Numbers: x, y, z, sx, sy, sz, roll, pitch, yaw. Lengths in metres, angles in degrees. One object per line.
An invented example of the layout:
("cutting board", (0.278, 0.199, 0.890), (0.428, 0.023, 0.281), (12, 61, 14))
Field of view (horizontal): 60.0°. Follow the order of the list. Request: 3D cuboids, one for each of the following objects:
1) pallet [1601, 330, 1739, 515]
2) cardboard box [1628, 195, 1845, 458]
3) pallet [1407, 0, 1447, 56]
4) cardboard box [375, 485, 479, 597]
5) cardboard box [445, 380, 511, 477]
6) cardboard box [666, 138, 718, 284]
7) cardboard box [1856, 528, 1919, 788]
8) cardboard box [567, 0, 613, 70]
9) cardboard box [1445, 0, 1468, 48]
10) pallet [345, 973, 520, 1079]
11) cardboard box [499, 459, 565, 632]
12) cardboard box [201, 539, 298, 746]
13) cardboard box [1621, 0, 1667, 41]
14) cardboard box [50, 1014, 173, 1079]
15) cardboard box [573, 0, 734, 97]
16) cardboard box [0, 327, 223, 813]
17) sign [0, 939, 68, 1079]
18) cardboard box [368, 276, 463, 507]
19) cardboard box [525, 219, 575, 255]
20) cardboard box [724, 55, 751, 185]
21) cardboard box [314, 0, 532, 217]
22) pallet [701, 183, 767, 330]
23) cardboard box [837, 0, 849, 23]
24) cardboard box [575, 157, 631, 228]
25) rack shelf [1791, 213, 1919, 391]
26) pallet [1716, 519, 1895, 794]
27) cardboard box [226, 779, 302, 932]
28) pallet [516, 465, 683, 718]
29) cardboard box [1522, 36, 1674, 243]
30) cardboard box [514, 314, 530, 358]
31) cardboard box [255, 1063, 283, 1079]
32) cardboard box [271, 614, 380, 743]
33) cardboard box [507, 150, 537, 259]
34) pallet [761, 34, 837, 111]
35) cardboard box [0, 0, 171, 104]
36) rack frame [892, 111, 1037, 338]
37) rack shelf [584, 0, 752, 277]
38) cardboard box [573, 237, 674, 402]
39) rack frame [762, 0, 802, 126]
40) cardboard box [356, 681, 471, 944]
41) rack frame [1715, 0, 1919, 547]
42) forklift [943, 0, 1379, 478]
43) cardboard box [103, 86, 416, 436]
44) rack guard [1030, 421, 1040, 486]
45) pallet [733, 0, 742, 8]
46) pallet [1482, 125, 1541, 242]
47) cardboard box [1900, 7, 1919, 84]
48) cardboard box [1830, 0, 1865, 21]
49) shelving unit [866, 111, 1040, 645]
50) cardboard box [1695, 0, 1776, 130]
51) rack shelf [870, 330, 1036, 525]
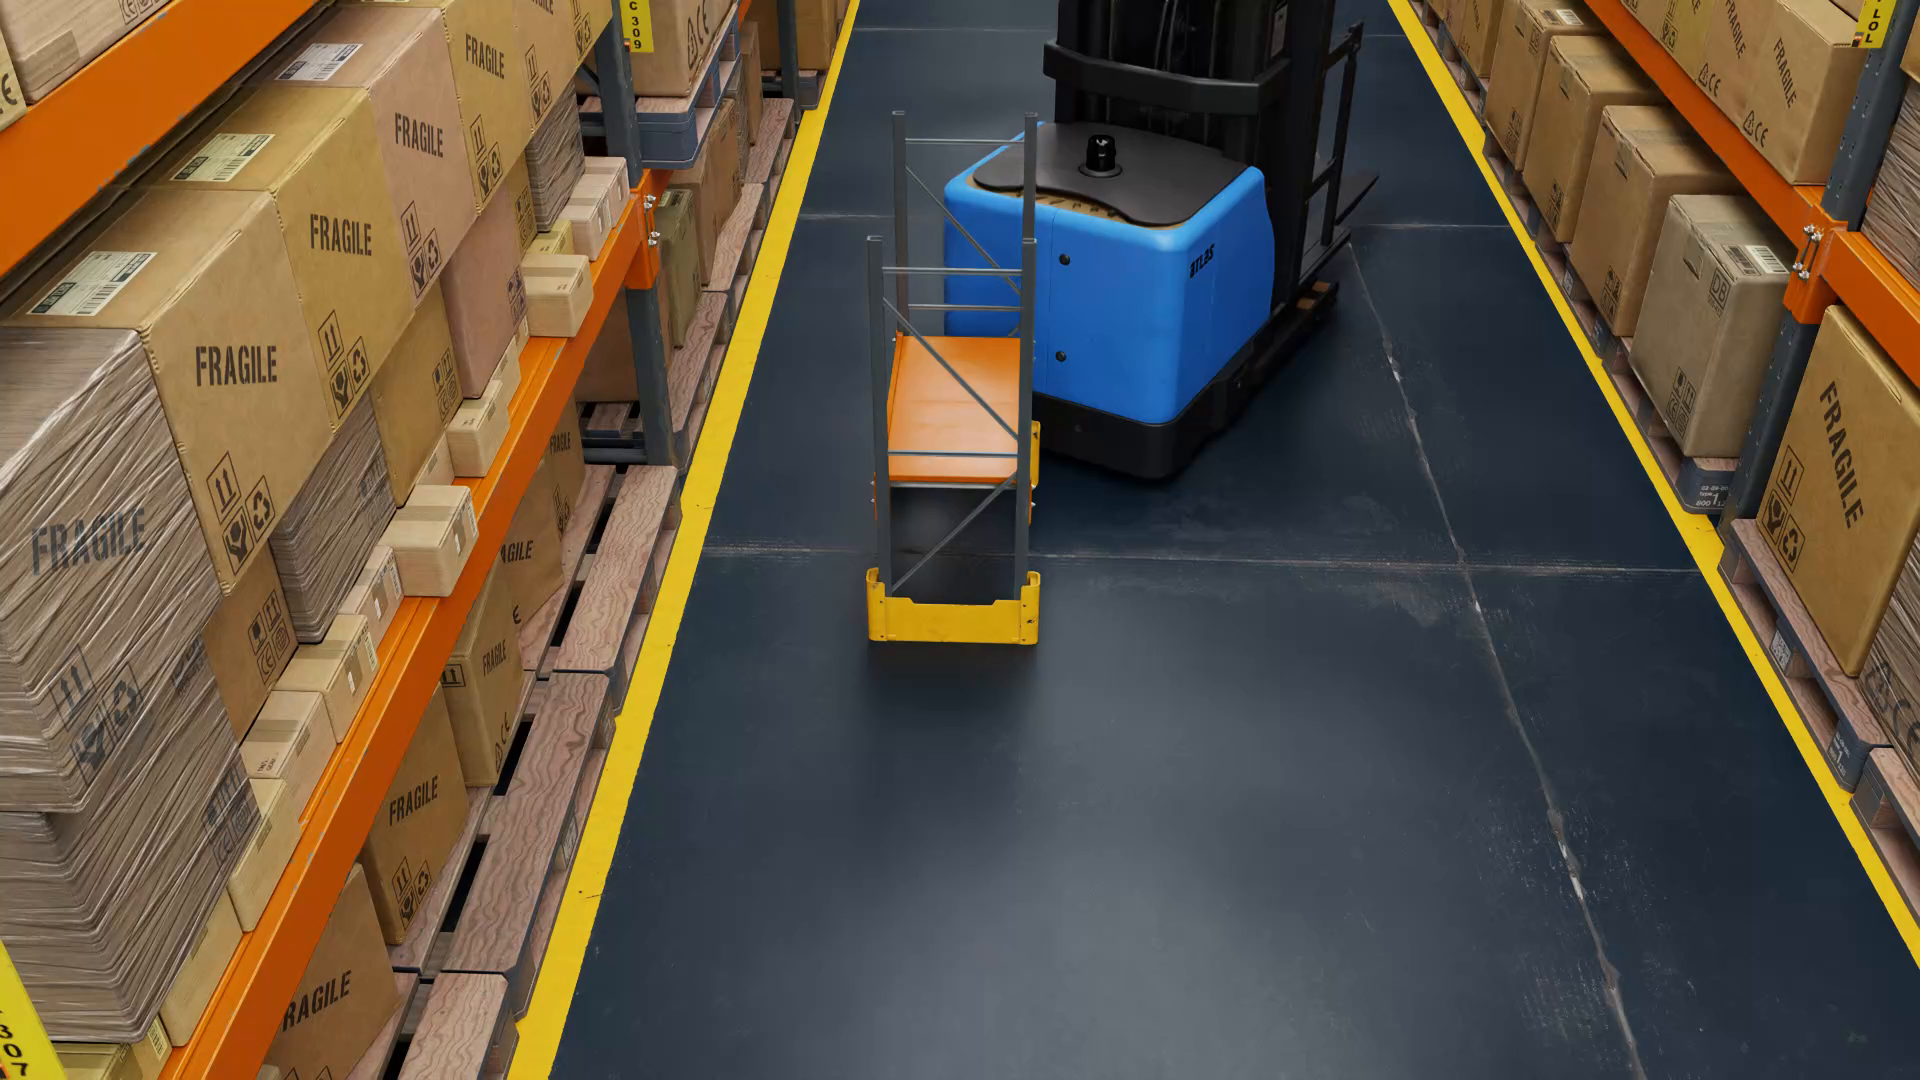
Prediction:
("pallet", (3.313, -0.517, 6.803), (1.003, 0.211, 1.213), (1, 35, 2))
("cardboard box", (3.292, -0.823, 6.404), (1.050, 0.750, 0.750), (1, 35, 2))
("pallet", (3.602, -3.519, 11.073), (1.003, 0.211, 1.213), (1, 35, 2))
("cardboard box", (-1.349, -0.003, 3.864), (0.380, 0.149, 0.250), (1, 35, 2))
("cardboard box", (-1.385, -0.291, 4.274), (0.380, 0.149, 0.250), (1, 35, 2))
("cardboard box", (-1.489, -1.491, 7.553), (0.700, 0.500, 0.500), (-2, 35, -2))
("cardboard box", (3.229, 0.362, 4.609), (0.875, 0.875, 0.875), (2, 35, 2))
("cardboard box", (-1.338, -1.693, 4.835), (0.500, 0.500, 0.500), (1, 35, 2))
("cardboard box", (3.308, -3.343, 10.207), (0.500, 0.500, 0.500), (3, 35, 4))
("pallet", (-1.684, 1.544, 3.870), (1.003, 0.211, 1.213), (1, 35, 2))
("cardboard box", (-1.666, 0.023, 5.417), (0.500, 0.500, 0.500), (12, 37, 17))
("cardboard box", (-1.806, 0.144, 3.090), (0.875, 0.500, 0.500), (1, 35, 2))
("cardboard box", (3.169, -2.433, 7.016), (0.500, 0.500, 0.500), (1, 35, 1))
("cardboard box", (-1.506, 0.857, 2.641), (0.380, 0.149, 0.250), (1, 35, 2))
("cardboard box", (-1.423, -2.256, 5.965), (1.000, 1.000, 1.000), (2, 35, 2))
("cardboard box", (-1.461, 0.031, 2.382), (0.500, 0.500, 0.500), (1, 35, 2))
("sign", (-1.213, 0.570, 2.077), (0.100, 0.325, 0.005), (1, 35, 2))
("cardboard box", (-1.711, -0.429, 3.906), (0.875, 0.500, 0.500), (1, 35, 2))
("cardboard box", (-1.399, -0.867, 5.094), (0.380, 0.149, 0.250), (1, 35, 2))
("cardboard box", (-1.451, -2.137, 8.473), (0.700, 0.500, 0.500), (-1, 35, -2))
("cardboard box", (-1.378, -1.118, 4.017), (0.500, 0.500, 0.500), (1, 35, 2))
("pallet", (-1.519, -1.395, 8.052), (1.003, 0.211, 1.213), (1, 35, 2))
("cardboard box", (-1.342, -3.895, 10.665), (1.225, 0.875, 0.875), (1, 35, 2))
("cardboard box", (-1.310, -1.153, 5.500), (0.380, 0.149, 0.250), (1, 35, 2))
("rack shelf", (3.277, 0.230, 3.940), (1.077, 0.370, 4.000), (1, 35, 2))
("pallet", (3.248, 0.363, 5.550), (1.003, 0.211, 1.213), (1, 35, 2))
("cardboard box", (-1.452, 0.570, 3.048), (0.380, 0.149, 0.250), (1, 35, 2))
("pallet", (-1.586, 0.142, 5.865), (1.003, 0.211, 1.213), (1, 35, 2))
("cardboard box", (3.372, -1.913, 7.954), (1.050, 0.750, 0.750), (2, 35, 3))
("cardboard box", (-1.440, -0.580, 4.686), (0.380, 0.149, 0.250), (1, 35, 2))
("cardboard box", (-1.714, 1.405, 3.451), (0.500, 0.500, 0.500), (8, 36, 11))
("cardboard box", (-1.445, 0.283, 3.457), (0.380, 0.149, 0.250), (1, 35, 2))
("cardboard box", (-1.730, -1.005, 4.726), (0.875, 0.500, 0.500), (1, 35, 2))
("pallet", (-1.327, -2.994, 10.327), (1.003, 0.211, 1.213), (1, 35, 2))
("cardboard box", (-1.463, -0.821, 2.331), (0.500, 0.250, 0.500), (1, 35, 1))
("rack frame", (0.017, -0.857, 6.165), (0.500, 1.500, 0.032), (1, 35, 2))
("rack shelf", (-1.515, -2.241, 7.455), (1.077, 0.370, 4.000), (1, 35, 2))
("cardboard box", (-1.549, -0.895, 6.707), (0.700, 0.500, 0.500), (-1, 35, -2))
("rack frame", (-1.434, -3.684, 8.883), (1.000, 3.000, 0.127), (1, 35, 2))
("cardboard box", (-1.680, 0.701, 4.452), (0.500, 0.500, 0.500), (4, 35, 6))
("rack frame", (3.357, -1.213, 5.368), (1.000, 3.000, 0.127), (1, 35, 2))
("forklift", (1.100, -2.259, 6.916), (1.130, 2.935, 3.031), (19, 39, 24))
("cardboard box", (-1.415, -0.544, 3.199), (0.500, 0.500, 0.500), (1, 35, 2))
("rack guard", (0.017, -0.345, 6.523), (0.587, 0.250, 0.087), (1, 35, 2))
("pallet", (-1.473, -2.467, 7.319), (1.003, 0.211, 1.213), (1, 35, 2))
("pallet", (3.411, -1.919, 8.797), (1.003, 0.211, 1.213), (1, 35, 2))
("cardboard box", (3.308, -1.505, 4.714), (0.875, 0.550, 0.550), (1, 35, 2))
("cardboard box", (3.371, -1.949, 5.457), (0.700, 0.500, 0.500), (1, 35, 1))
("shelving unit", (-0.003, -0.570, 5.756), (0.587, 1.500, 1.083), (1, 35, 2))
("cardboard box", (3.131, -1.850, 6.187), (0.500, 0.500, 0.500), (1, 35, 1))
("rack shelf", (-0.003, -0.417, 5.852), (0.538, 0.185, 1.000), (1, 35, 2))
